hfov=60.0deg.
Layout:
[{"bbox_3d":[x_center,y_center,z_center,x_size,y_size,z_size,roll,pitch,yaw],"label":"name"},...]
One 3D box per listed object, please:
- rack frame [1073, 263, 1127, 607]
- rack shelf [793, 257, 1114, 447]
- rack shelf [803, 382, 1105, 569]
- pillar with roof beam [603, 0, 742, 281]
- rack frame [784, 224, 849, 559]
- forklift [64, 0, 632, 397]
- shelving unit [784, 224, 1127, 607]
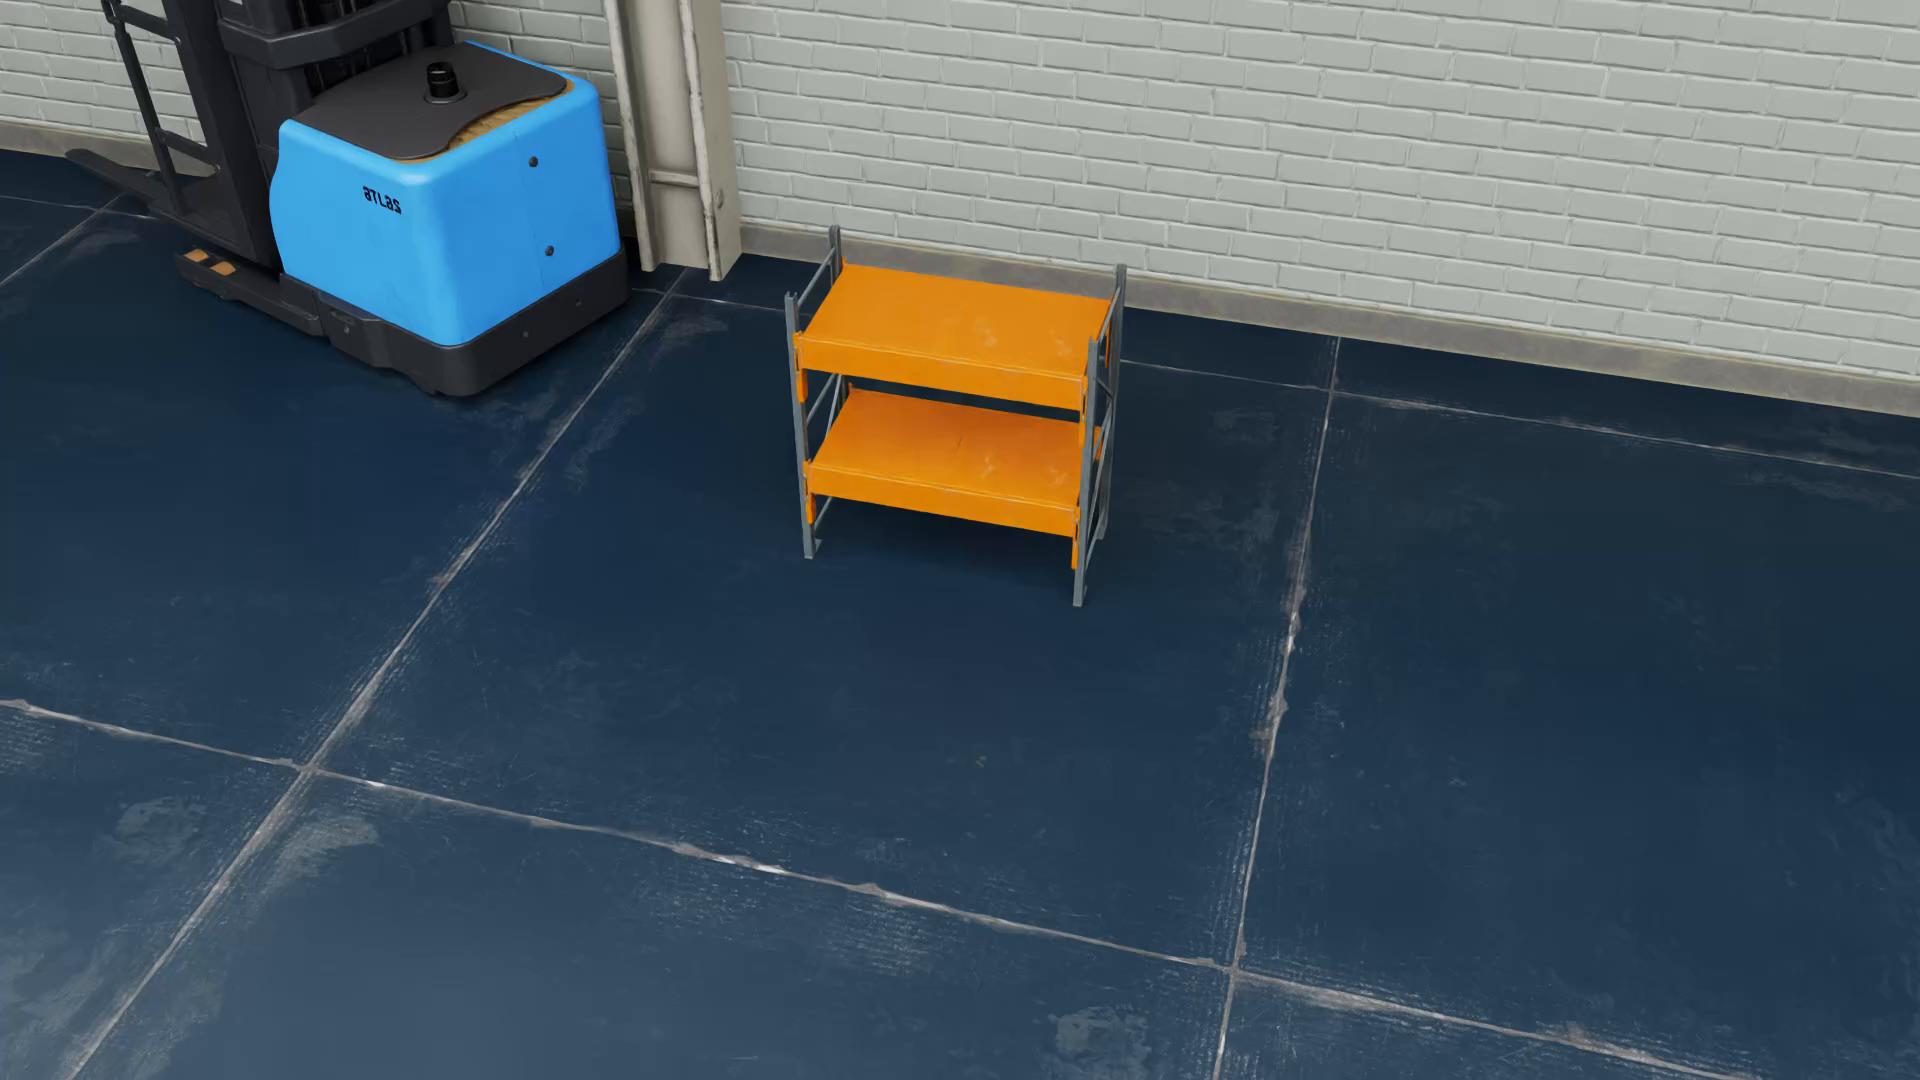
[{"bbox_3d":[0.485,-0.347,5.789,0.032,1.125,0.500,10,41,11],"label":"rack frame"},{"bbox_3d":[-0.007,-0.656,5.701,1.000,0.278,0.538,10,41,11],"label":"rack shelf"},{"bbox_3d":[-0.007,-0.245,6.047,1.000,0.278,0.538,10,41,11],"label":"rack shelf"},{"bbox_3d":[-2.368,-2.091,1.743,0.400,9.000,9.100,10,41,11],"label":"pillar with roof beam"},{"bbox_3d":[-0.498,-0.516,5.990,0.032,1.125,0.500,10,41,11],"label":"rack frame"},{"bbox_3d":[-2.969,-2.466,6.907,3.031,2.935,1.130,24,46,26],"label":"forklift"},{"bbox_3d":[-0.007,-0.432,5.890,1.048,1.125,0.538,10,41,11],"label":"shelving unit"}]
